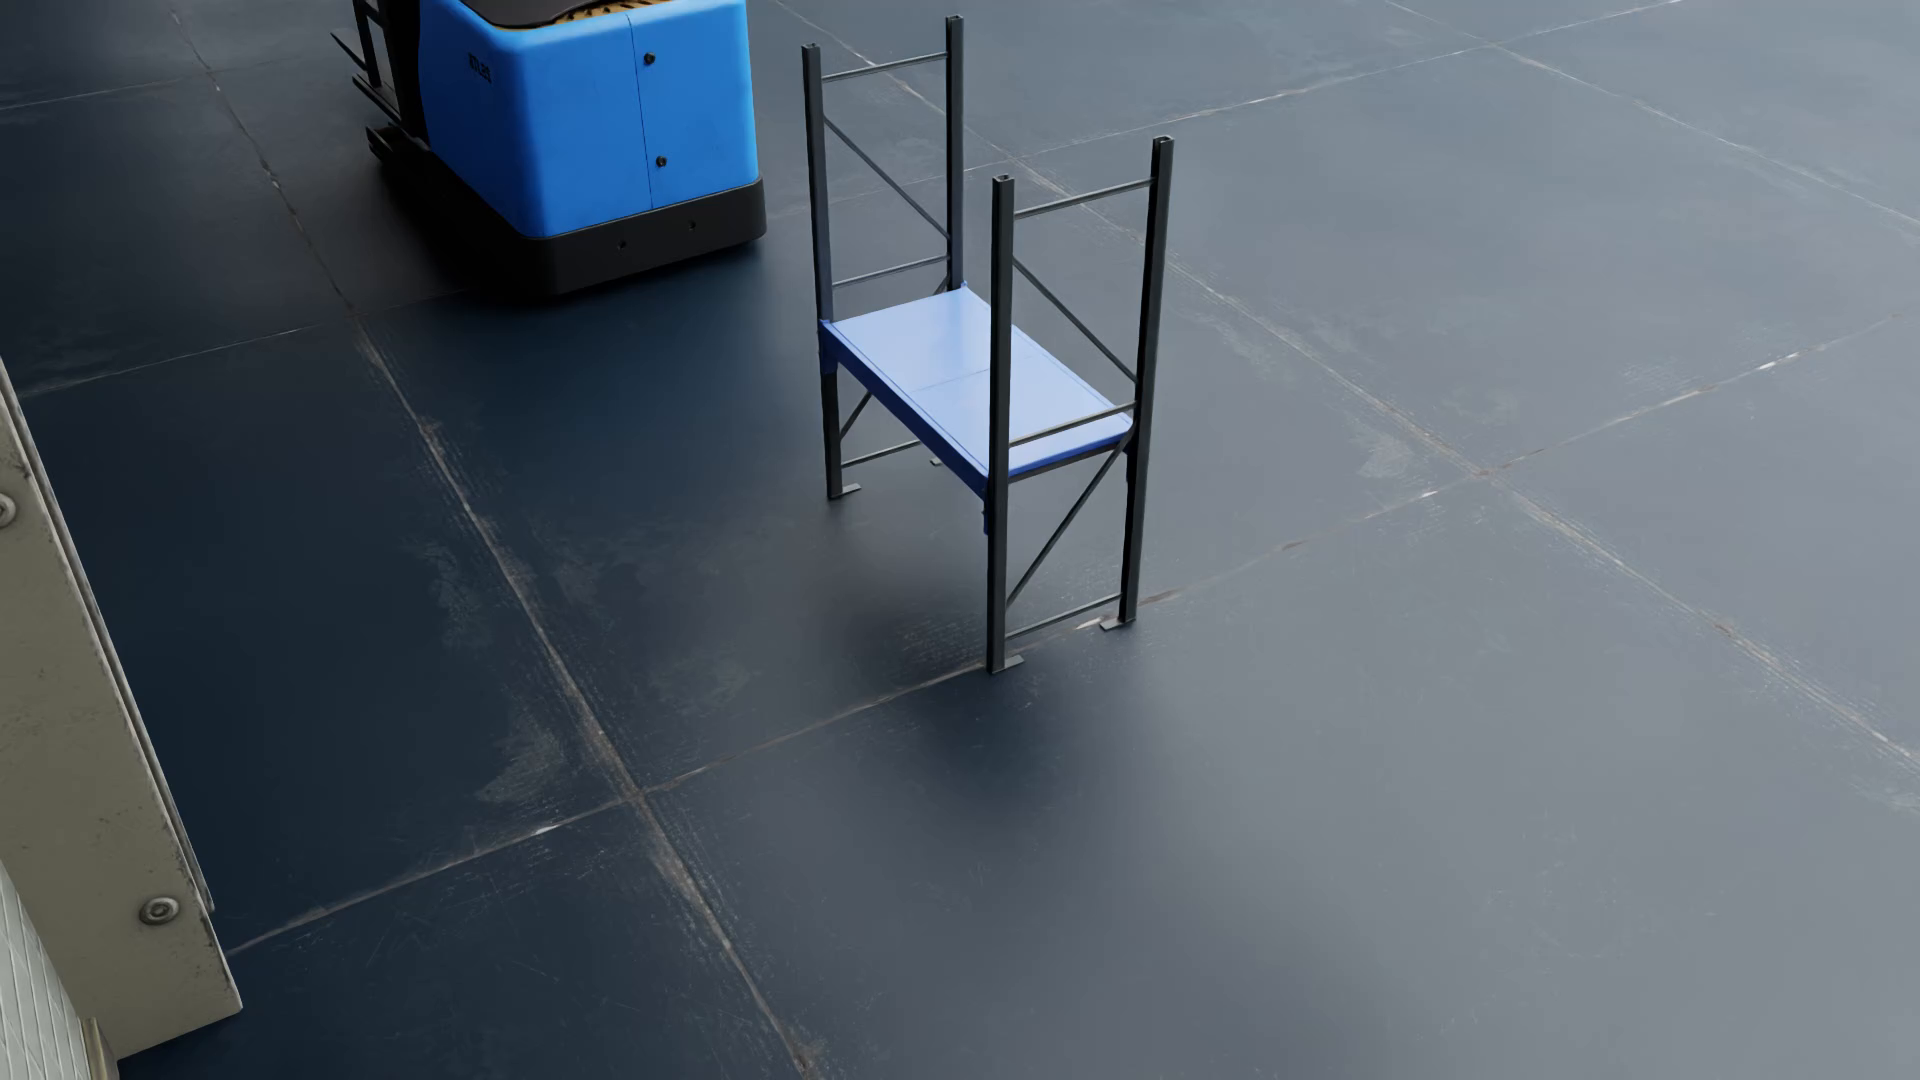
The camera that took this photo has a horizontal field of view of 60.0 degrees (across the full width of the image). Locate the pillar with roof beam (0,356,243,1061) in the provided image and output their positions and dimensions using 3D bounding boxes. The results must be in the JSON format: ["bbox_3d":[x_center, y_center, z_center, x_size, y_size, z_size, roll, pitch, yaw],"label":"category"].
[{"bbox_3d":[1.858,-3.895,2.953,9.100,9.000,0.400,-19,40,-24],"label":"pillar with roof beam"}]

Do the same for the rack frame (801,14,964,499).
[{"bbox_3d":[-0.213,-0.821,5.103,0.500,1.500,0.032,-19,40,-24],"label":"rack frame"}]

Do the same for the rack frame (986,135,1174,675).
[{"bbox_3d":[0.298,-0.303,4.393,0.500,1.500,0.032,-19,40,-24],"label":"rack frame"}]

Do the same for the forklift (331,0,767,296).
[{"bbox_3d":[-2.045,-2.953,6.808,1.130,2.935,3.031,-22,41,-27],"label":"forklift"}]

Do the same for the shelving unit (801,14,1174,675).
[{"bbox_3d":[0.043,-0.562,4.748,0.538,1.500,1.048,-19,40,-24],"label":"shelving unit"}]

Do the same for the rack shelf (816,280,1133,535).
[{"bbox_3d":[0.043,-0.417,4.854,0.538,0.185,1.000,-19,40,-24],"label":"rack shelf"}]
